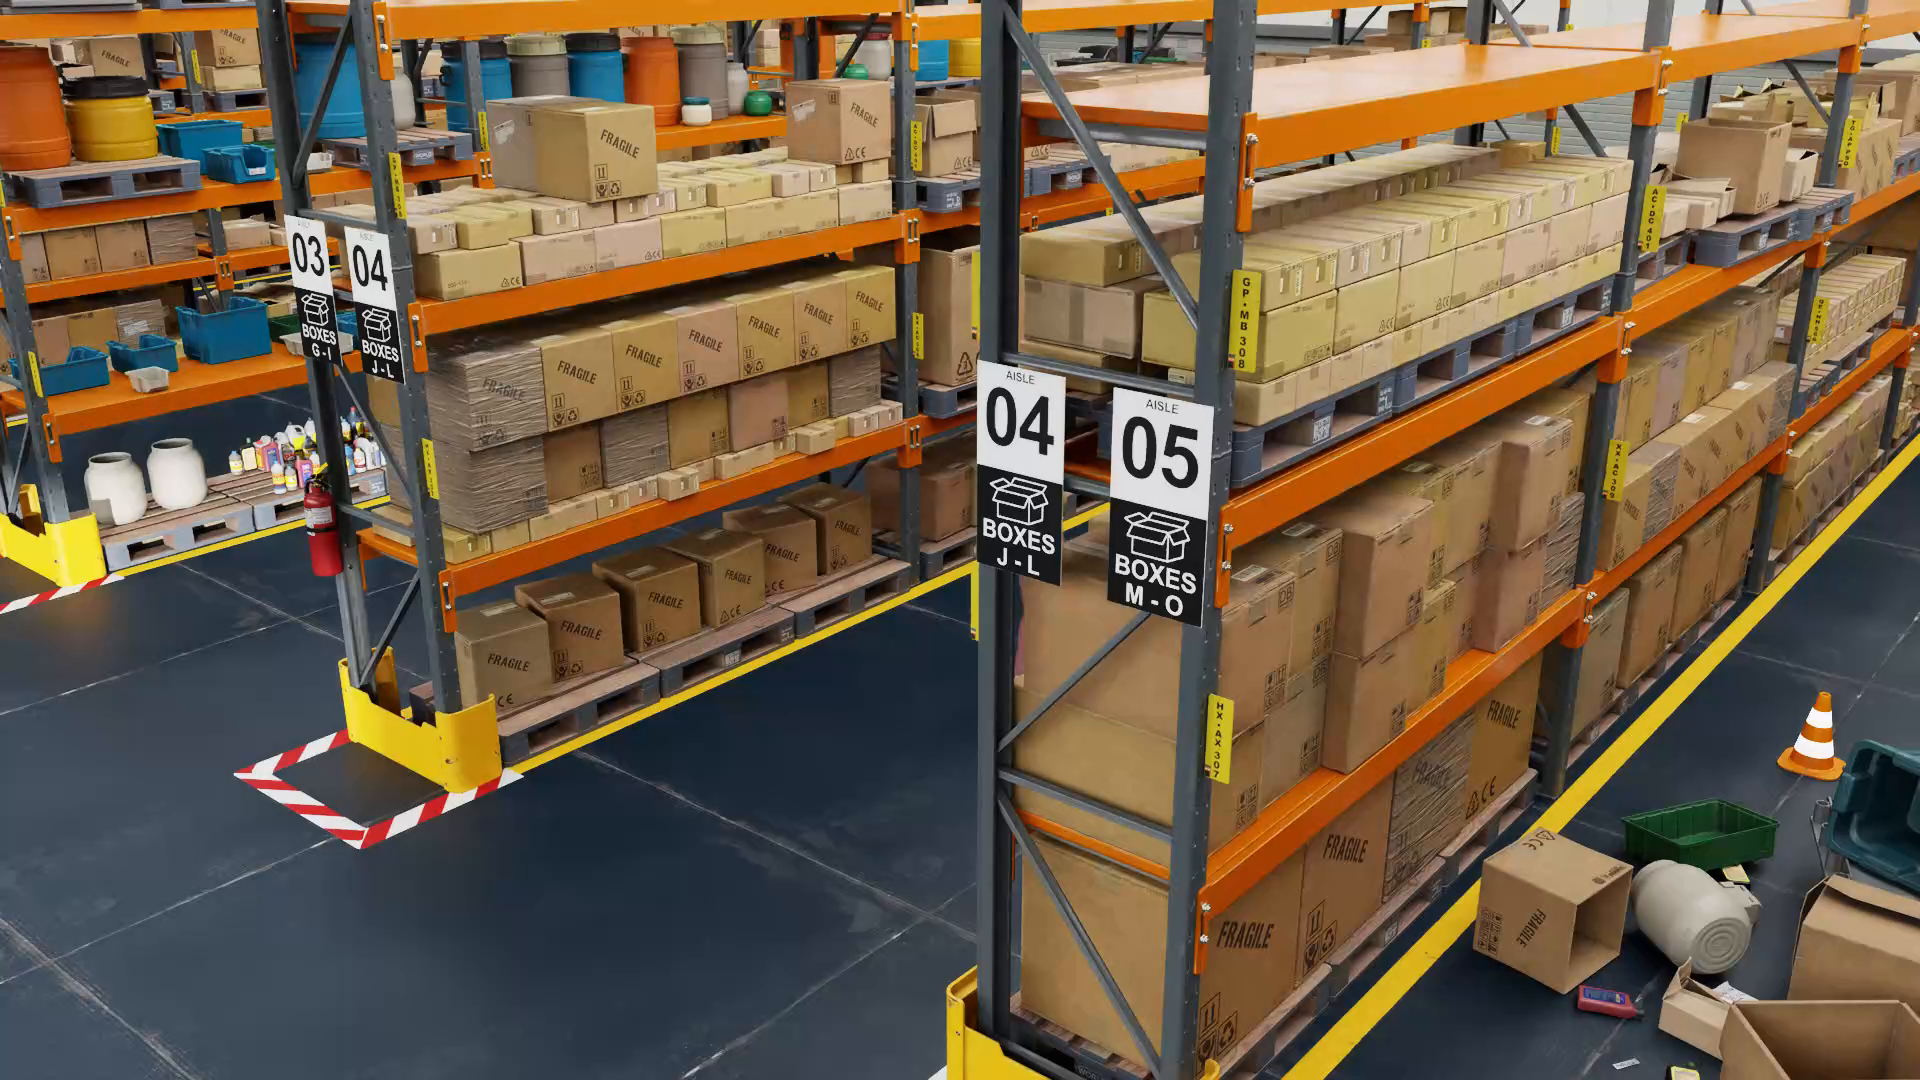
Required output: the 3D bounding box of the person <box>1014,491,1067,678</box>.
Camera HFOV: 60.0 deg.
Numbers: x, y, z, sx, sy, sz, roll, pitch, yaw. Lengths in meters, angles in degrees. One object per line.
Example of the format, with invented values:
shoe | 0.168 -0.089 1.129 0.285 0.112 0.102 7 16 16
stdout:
person | 0.553 0.129 10.732 0.365 1.671 0.505 14 25 34
